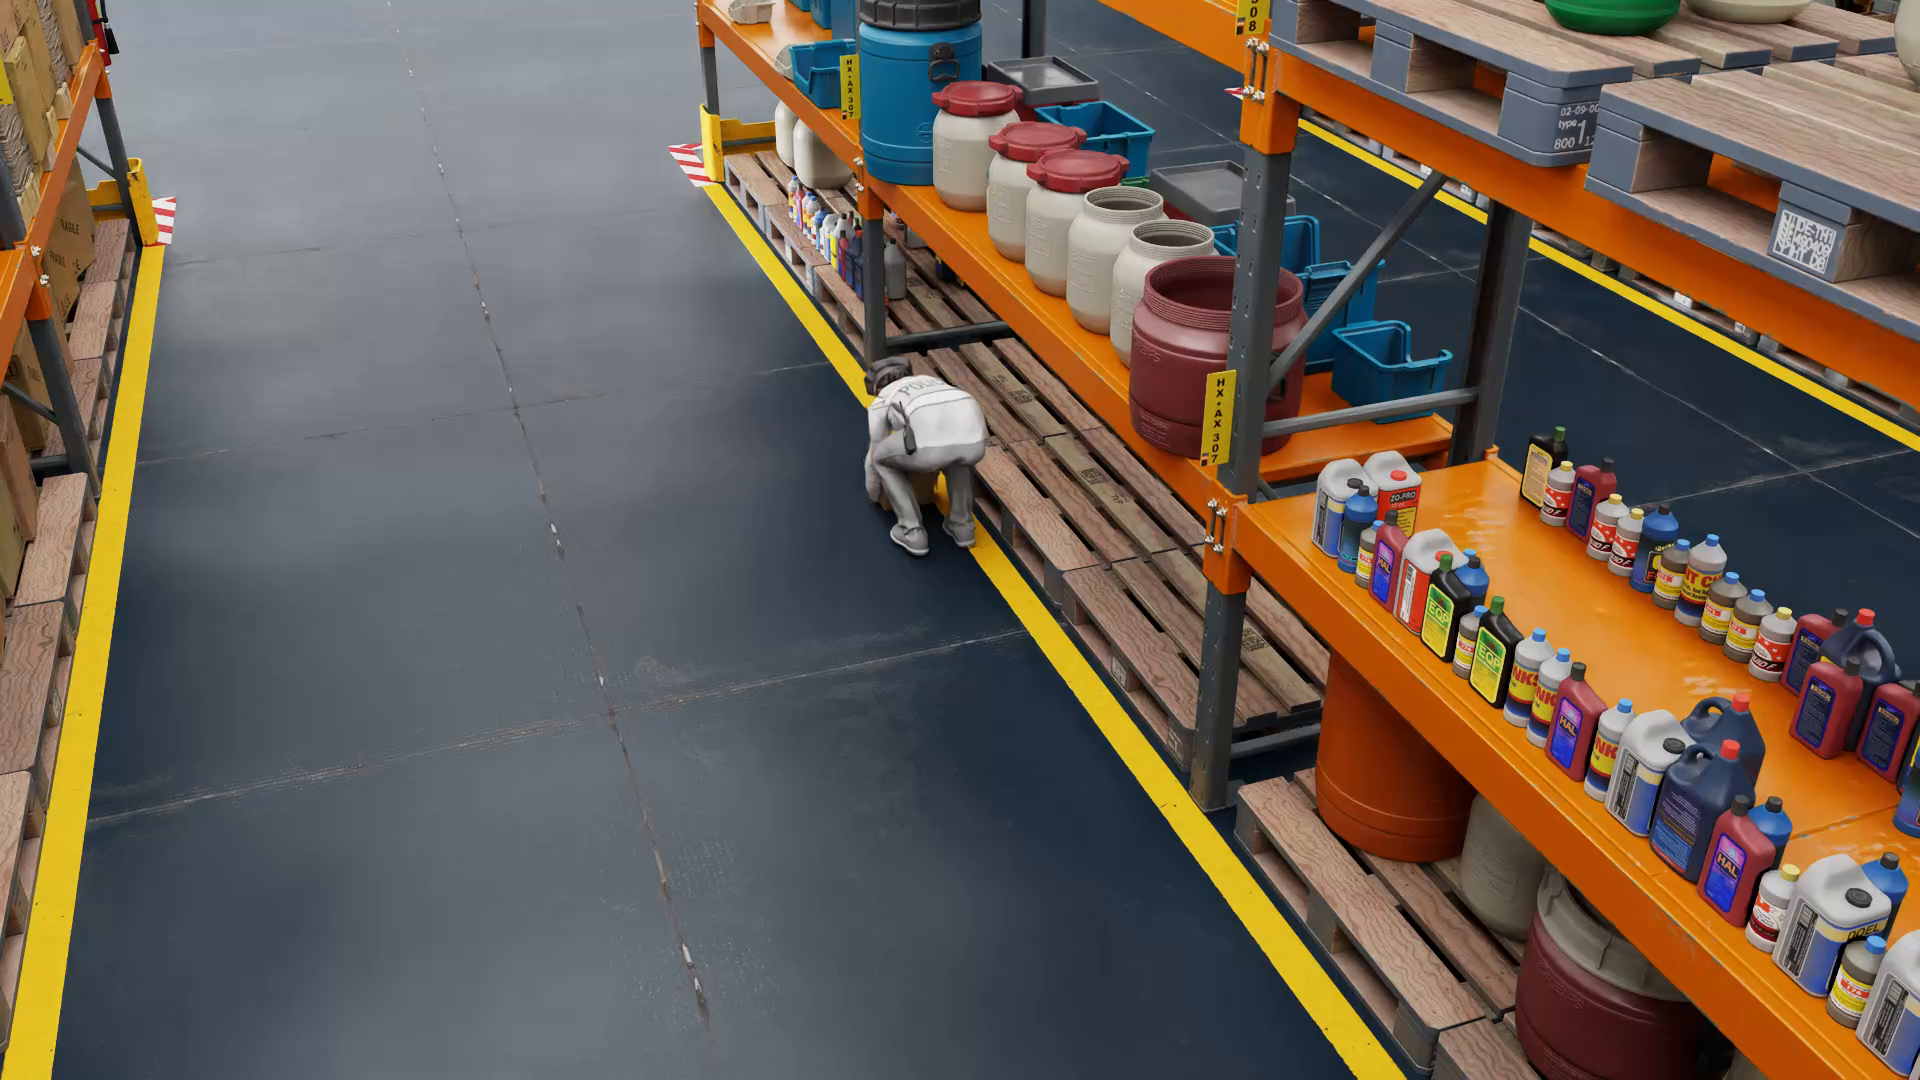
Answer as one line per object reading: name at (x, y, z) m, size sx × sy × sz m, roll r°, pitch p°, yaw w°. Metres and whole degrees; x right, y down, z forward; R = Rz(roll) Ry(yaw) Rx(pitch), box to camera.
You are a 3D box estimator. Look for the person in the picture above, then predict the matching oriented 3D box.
person at (-0.181, -0.399, 7.725) m, size 0.466 × 0.801 × 0.906 m, roll -12°, pitch 32°, yaw -19°
